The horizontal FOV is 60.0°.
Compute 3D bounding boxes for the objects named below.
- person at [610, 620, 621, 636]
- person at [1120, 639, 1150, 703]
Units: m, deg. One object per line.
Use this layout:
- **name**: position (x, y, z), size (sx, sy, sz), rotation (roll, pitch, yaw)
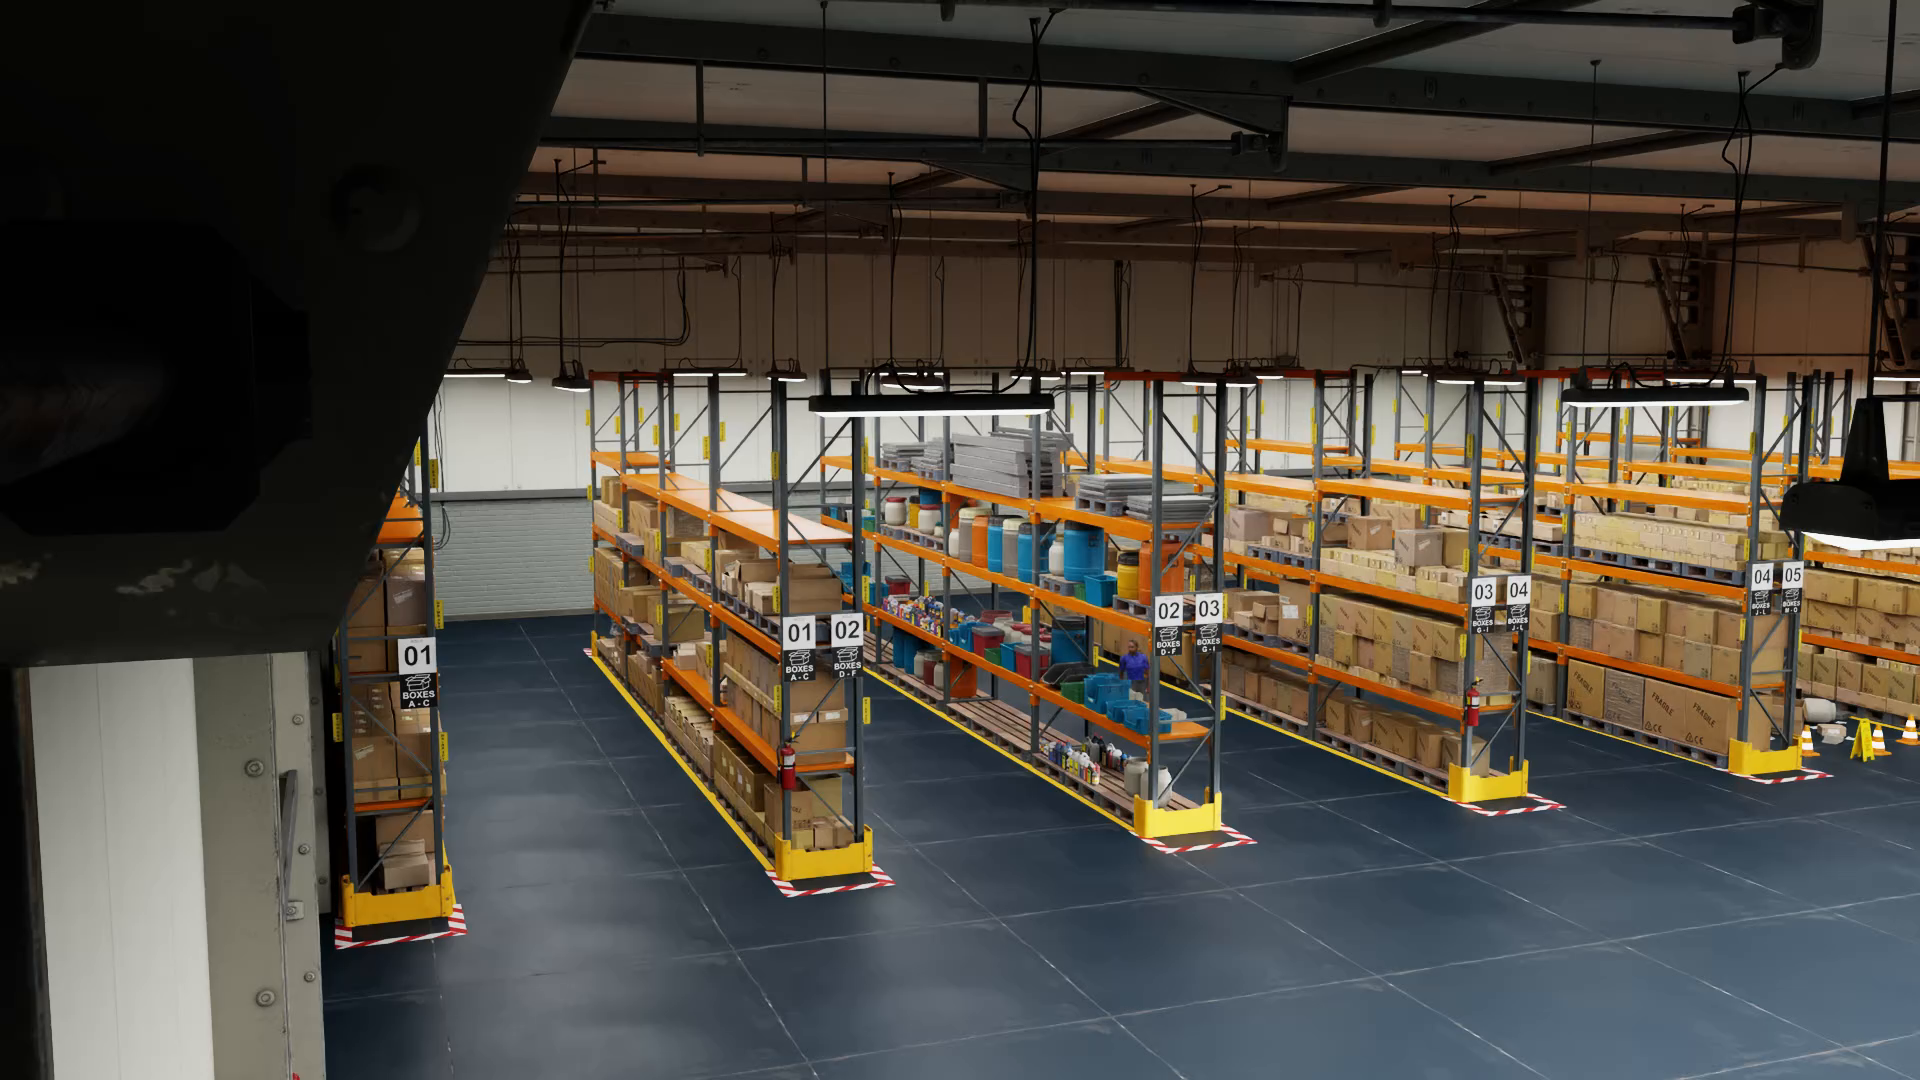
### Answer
- **person**: position (-7.441, 1.327, 36.899), size (1.077, 1.719, 0.582), rotation (4, 8, 34)
- **person**: position (2.914, 2.444, 27.716), size (0.504, 1.627, 0.562), rotation (0, 6, -3)
